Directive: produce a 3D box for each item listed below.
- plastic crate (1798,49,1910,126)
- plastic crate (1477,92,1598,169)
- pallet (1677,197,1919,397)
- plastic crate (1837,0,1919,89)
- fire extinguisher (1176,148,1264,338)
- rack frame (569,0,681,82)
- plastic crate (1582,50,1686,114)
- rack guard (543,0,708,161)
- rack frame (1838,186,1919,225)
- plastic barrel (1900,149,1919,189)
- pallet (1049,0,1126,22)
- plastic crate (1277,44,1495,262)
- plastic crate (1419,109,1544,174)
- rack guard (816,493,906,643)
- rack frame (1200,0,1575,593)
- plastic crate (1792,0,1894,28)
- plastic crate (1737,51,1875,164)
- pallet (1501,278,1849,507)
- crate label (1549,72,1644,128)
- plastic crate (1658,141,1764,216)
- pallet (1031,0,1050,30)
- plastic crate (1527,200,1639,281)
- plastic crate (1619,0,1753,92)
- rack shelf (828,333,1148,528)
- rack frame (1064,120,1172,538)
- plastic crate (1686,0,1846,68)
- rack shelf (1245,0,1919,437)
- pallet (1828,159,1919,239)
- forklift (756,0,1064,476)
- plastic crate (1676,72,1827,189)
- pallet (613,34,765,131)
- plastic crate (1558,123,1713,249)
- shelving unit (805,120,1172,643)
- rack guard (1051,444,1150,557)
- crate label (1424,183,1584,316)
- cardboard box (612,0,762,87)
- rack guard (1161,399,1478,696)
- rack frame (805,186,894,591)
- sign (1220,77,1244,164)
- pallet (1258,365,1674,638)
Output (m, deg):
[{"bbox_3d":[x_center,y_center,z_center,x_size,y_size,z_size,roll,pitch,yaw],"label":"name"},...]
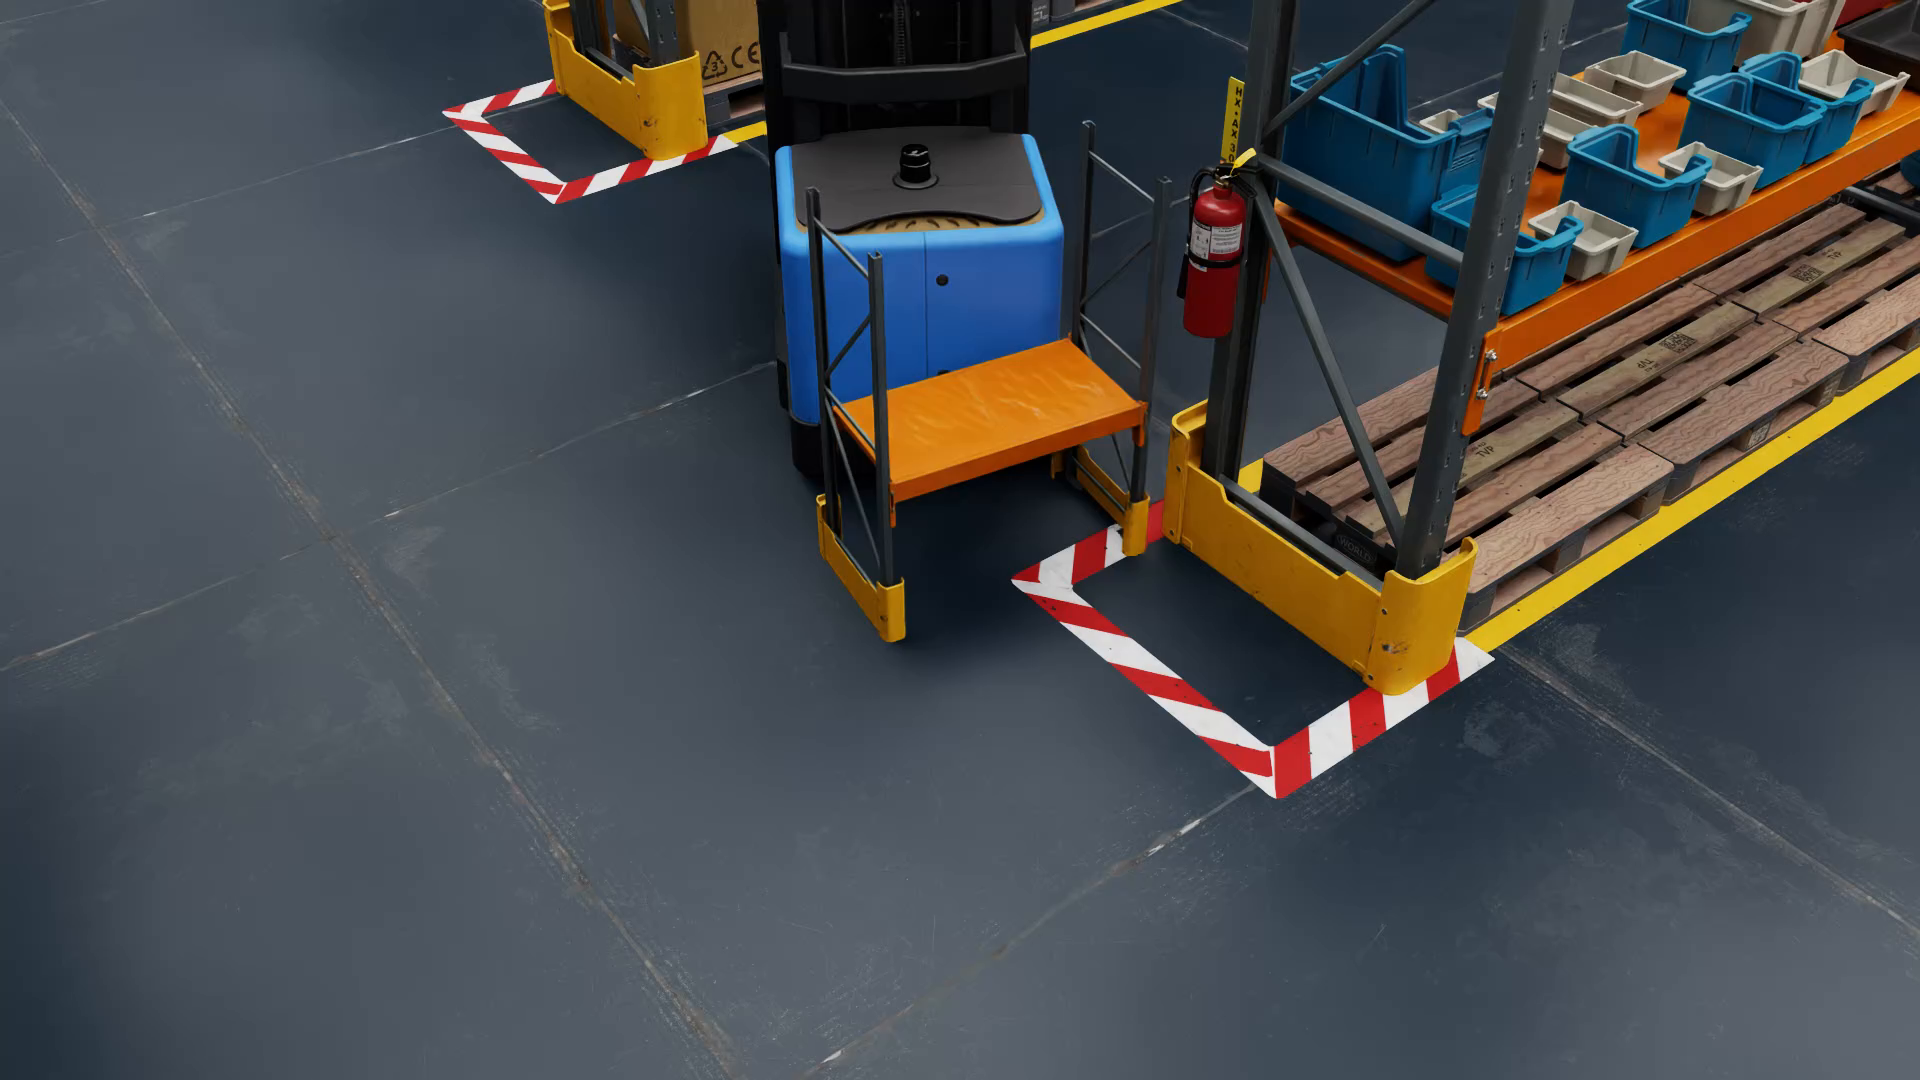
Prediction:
[{"bbox_3d":[3.213,-1.636,6.040,0.466,0.136,0.293,-26,46,-28],"label":"plastic crate"},{"bbox_3d":[2.014,-1.425,5.783,0.243,0.136,0.396,-26,46,-28],"label":"plastic crate"},{"bbox_3d":[3.851,-1.157,7.494,1.213,0.211,1.003,-26,46,-28],"label":"pallet"},{"bbox_3d":[3.687,-1.888,6.356,0.590,0.125,0.437,-26,46,-28],"label":"plastic crate"},{"bbox_3d":[0.843,-0.989,5.446,0.183,0.674,0.296,-26,46,-28],"label":"fire extinguisher"},{"bbox_3d":[-1.779,-3.484,8.132,0.127,3.000,1.000,-26,46,-28],"label":"rack frame"},{"bbox_3d":[2.443,-1.669,6.080,0.250,0.136,0.298,-26,46,-28],"label":"plastic crate"},{"bbox_3d":[-1.798,-2.508,8.913,0.348,0.500,1.175,-26,46,-28],"label":"rack guard"},{"bbox_3d":[4.411,-2.539,6.980,0.127,3.000,1.000,-26,46,-28],"label":"rack frame"},{"bbox_3d":[4.852,-2.092,7.758,0.708,0.901,0.600,-26,46,-28],"label":"plastic barrel"},{"bbox_3d":[0.742,-3.697,10.590,1.213,0.211,1.003,-26,46,-28],"label":"pallet"},{"bbox_3d":[1.391,-1.253,5.337,0.499,0.435,0.616,-26,46,-28],"label":"plastic crate"},{"bbox_3d":[1.775,-1.320,5.655,0.243,0.136,0.396,-26,46,-28],"label":"plastic crate"},{"bbox_3d":[-0.356,0.092,5.941,0.087,0.250,0.587,-19,43,-21],"label":"rack guard"},{"bbox_3d":[1.239,-0.993,5.095,0.127,3.000,1.000,-26,46,-28],"label":"rack frame"},{"bbox_3d":[3.550,-2.368,6.674,0.583,0.464,0.402,-26,46,-28],"label":"plastic crate"},{"bbox_3d":[2.917,-1.506,5.806,0.300,0.233,0.416,-26,46,-28],"label":"plastic crate"},{"bbox_3d":[2.883,-0.683,6.916,1.213,0.211,1.003,-26,46,-28],"label":"pallet"},{"bbox_3d":[2.220,-1.545,5.929,0.243,0.136,0.396,-26,46,-28],"label":"crate label"},{"bbox_3d":[2.478,-1.189,5.495,0.298,0.136,0.250,-26,46,-28],"label":"plastic crate"},{"bbox_3d":[-0.226,-3.223,10.012,1.213,0.211,1.003,-26,46,-28],"label":"pallet"},{"bbox_3d":[1.940,-0.926,5.175,0.298,0.136,0.250,-26,46,-28],"label":"plastic crate"},{"bbox_3d":[2.711,-1.874,6.254,0.300,0.233,0.416,-26,46,-28],"label":"plastic crate"},{"bbox_3d":[0.092,-0.403,5.842,1.000,0.185,0.538,-19,43,-21],"label":"rack shelf"},{"bbox_3d":[0.541,-0.693,5.912,0.032,1.500,0.500,-19,43,-21],"label":"rack frame"},{"bbox_3d":[3.088,-2.019,6.392,0.530,0.282,0.437,-26,46,-28],"label":"plastic crate"},{"bbox_3d":[2.825,-1.488,6.266,4.000,0.370,1.077,-26,46,-28],"label":"rack shelf"},{"bbox_3d":[5.048,-1.738,8.202,1.213,0.211,1.003,-26,46,-28],"label":"pallet"},{"bbox_3d":[-0.287,-2.308,6.753,1.130,2.935,3.031,-4,40,-5],"label":"forklift"},{"bbox_3d":[2.679,-1.390,5.664,0.300,0.233,0.416,-26,46,-28],"label":"plastic crate"},{"bbox_3d":[-1.193,-2.754,9.441,1.213,0.211,1.003,-26,46,-28],"label":"pallet"},{"bbox_3d":[2.157,-1.136,5.354,0.300,0.233,0.416,-26,46,-28],"label":"plastic crate"},{"bbox_3d":[0.084,-0.539,5.725,1.083,1.500,0.587,-19,43,-21],"label":"shelving unit"},{"bbox_3d":[0.524,-0.204,6.302,0.087,0.250,0.587,-19,43,-21],"label":"rack guard"},{"bbox_3d":[1.635,-0.881,5.044,0.303,0.233,0.416,-26,46,-28],"label":"crate label"},{"bbox_3d":[-1.320,-3.112,9.023,0.875,0.875,0.875,-26,46,-28],"label":"cardboard box"},{"bbox_3d":[1.228,-0.011,5.869,0.348,0.500,1.175,-26,46,-28],"label":"rack guard"},{"bbox_3d":[-0.357,-0.391,5.544,0.032,1.500,0.500,-19,43,-21],"label":"rack frame"},{"bbox_3d":[0.891,-1.327,5.373,0.005,0.325,0.100,-26,46,-28],"label":"sign"},{"bbox_3d":[1.917,-0.214,6.345,1.213,0.211,1.003,-26,46,-28],"label":"pallet"}]
